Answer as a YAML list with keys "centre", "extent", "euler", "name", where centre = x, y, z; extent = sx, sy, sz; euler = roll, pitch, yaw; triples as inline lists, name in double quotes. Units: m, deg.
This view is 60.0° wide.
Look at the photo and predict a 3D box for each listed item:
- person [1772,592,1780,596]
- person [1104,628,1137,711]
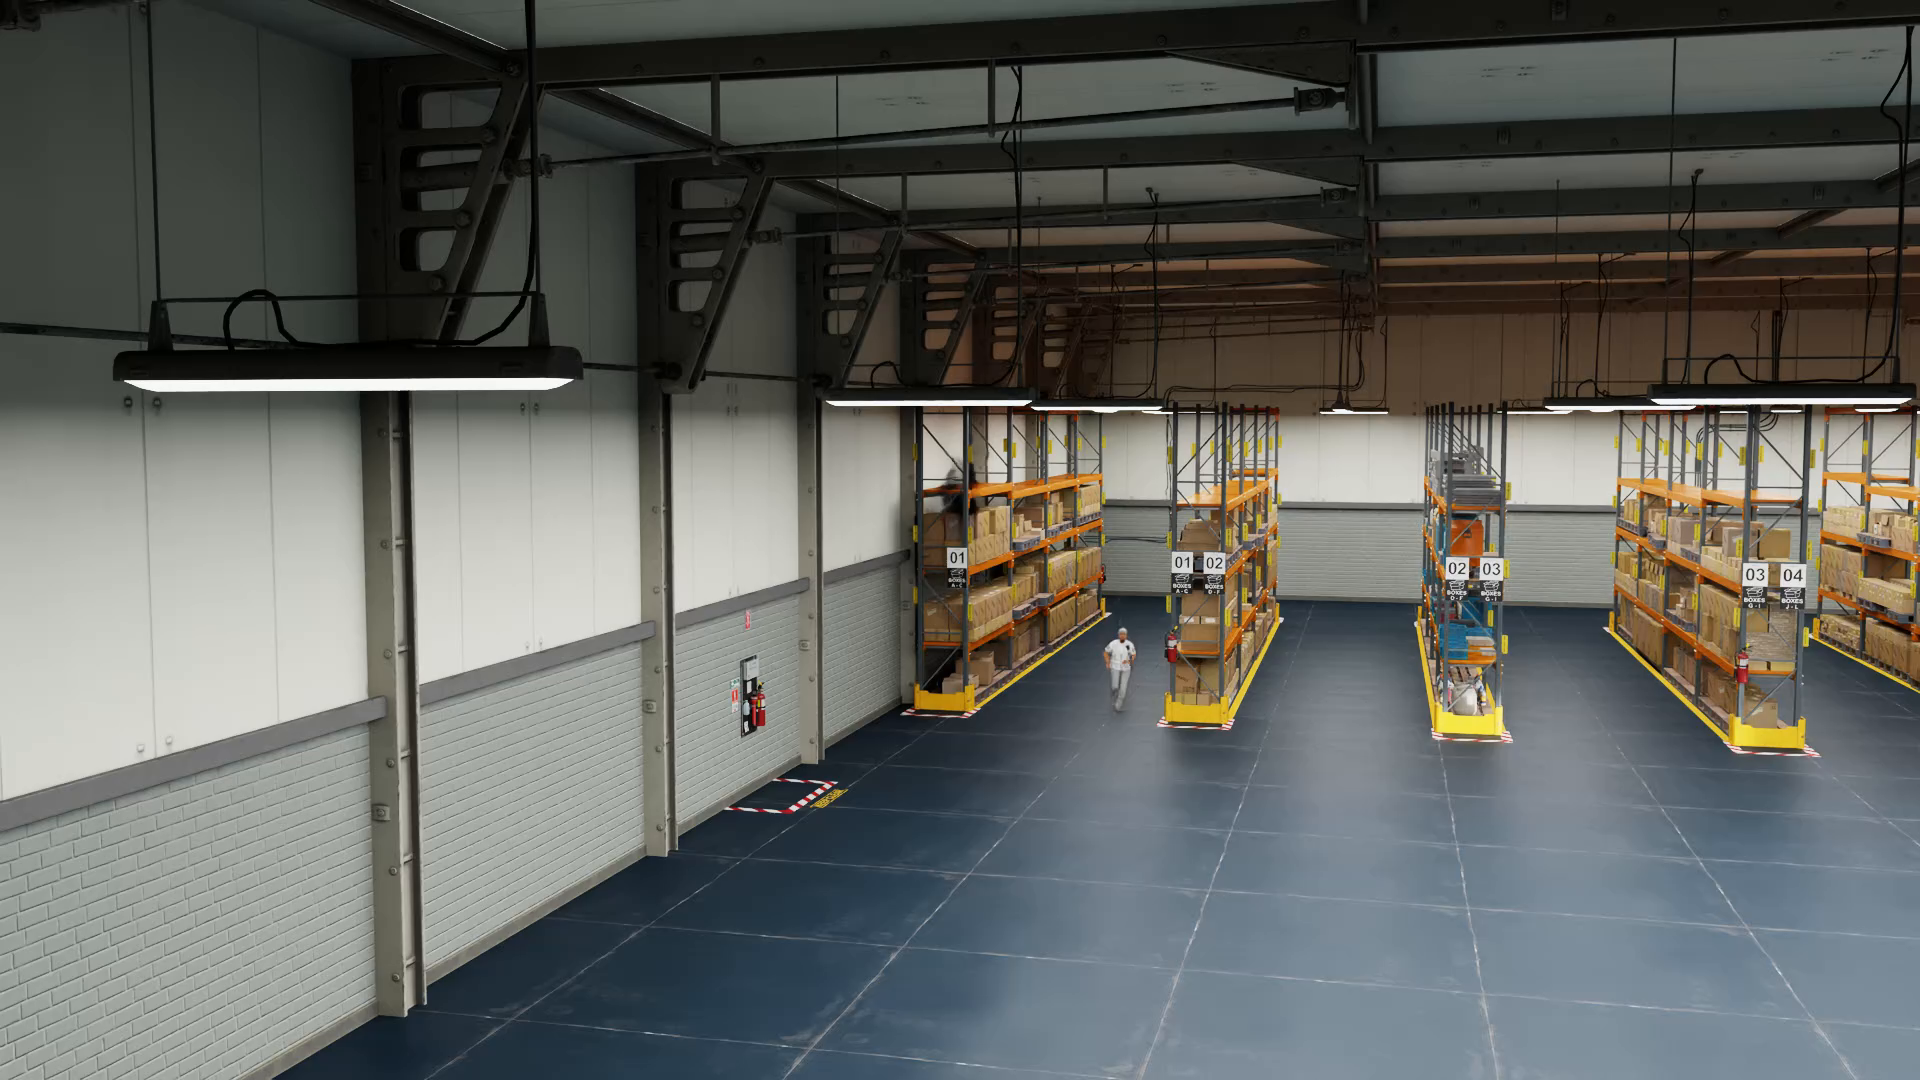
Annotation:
- centre: [20.798, 1.782, 42.352]
  extent: [0.613, 1.676, 0.826]
  euler: [1, 4, 19]
  name: "person"
- centre: [3.130, 2.525, 32.360]
  extent: [0.617, 1.614, 0.546]
  euler: [0, 4, -2]
  name: "person"
